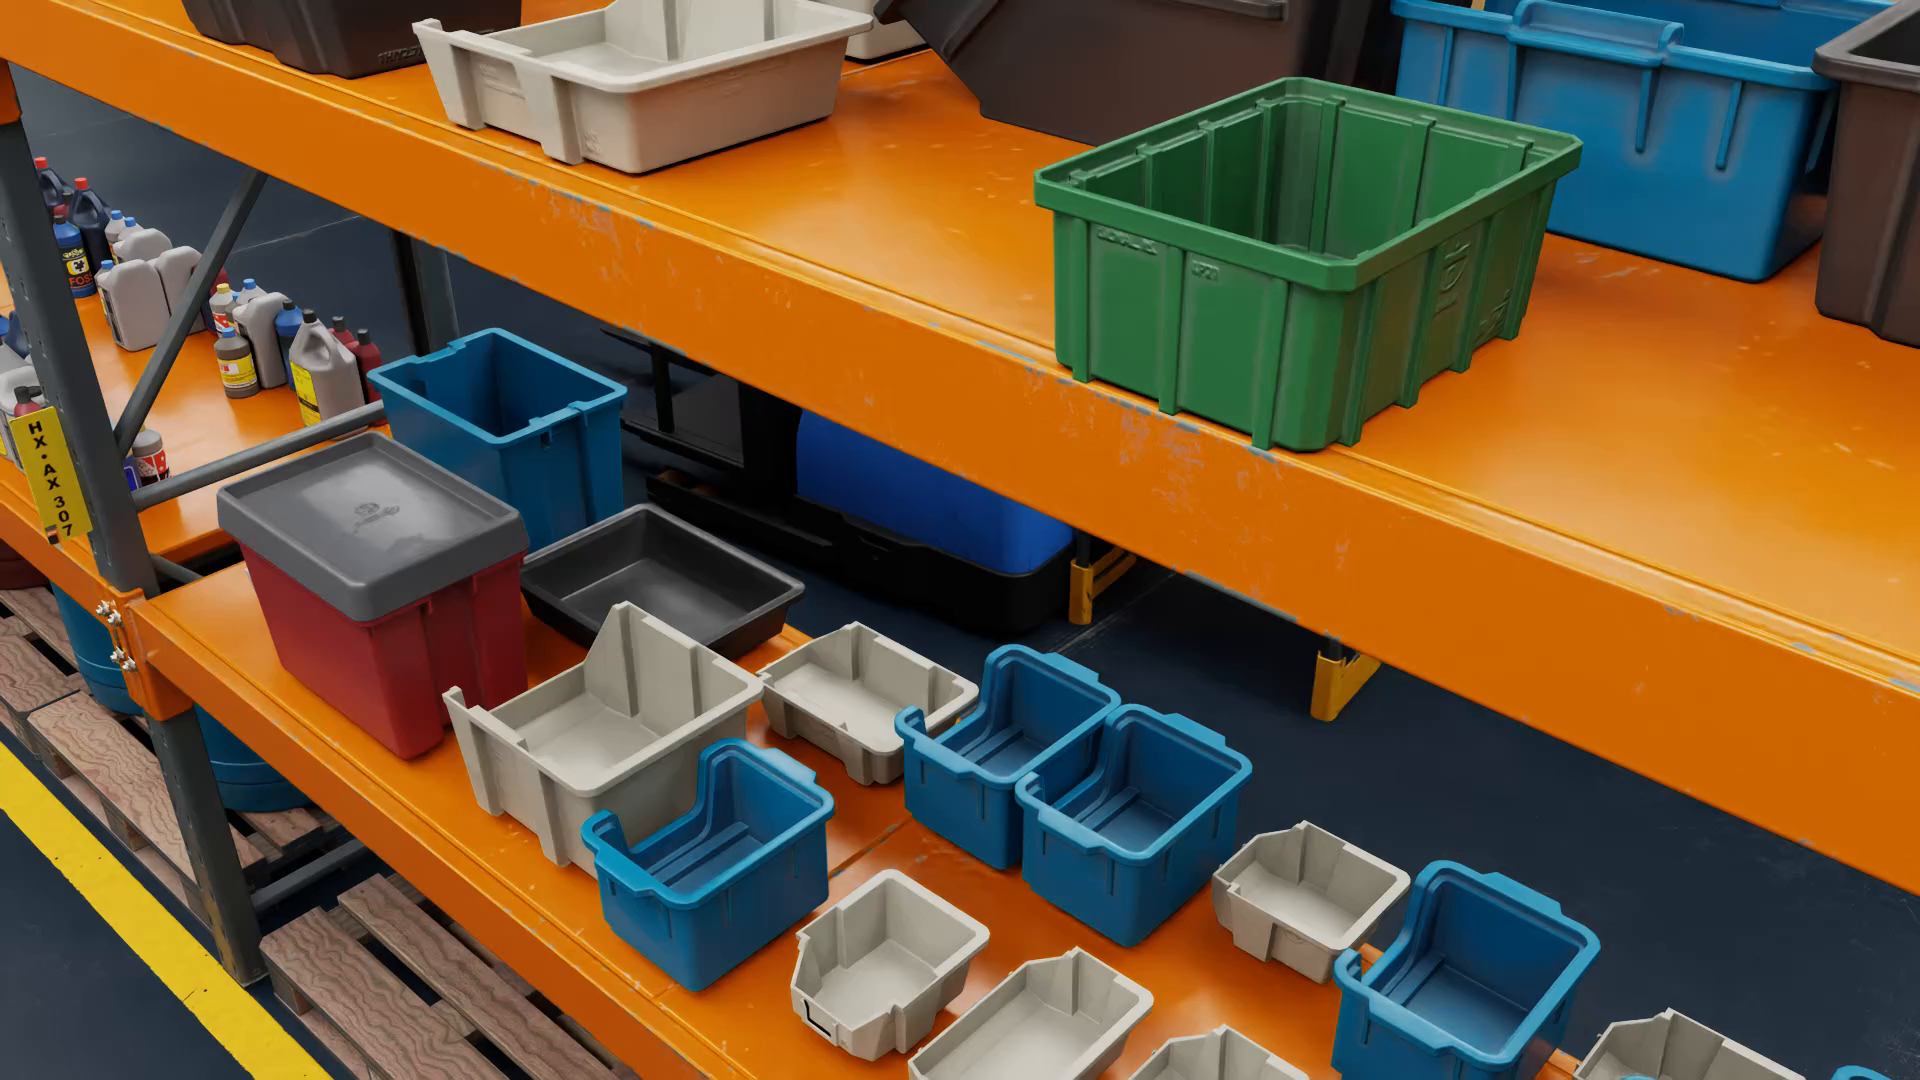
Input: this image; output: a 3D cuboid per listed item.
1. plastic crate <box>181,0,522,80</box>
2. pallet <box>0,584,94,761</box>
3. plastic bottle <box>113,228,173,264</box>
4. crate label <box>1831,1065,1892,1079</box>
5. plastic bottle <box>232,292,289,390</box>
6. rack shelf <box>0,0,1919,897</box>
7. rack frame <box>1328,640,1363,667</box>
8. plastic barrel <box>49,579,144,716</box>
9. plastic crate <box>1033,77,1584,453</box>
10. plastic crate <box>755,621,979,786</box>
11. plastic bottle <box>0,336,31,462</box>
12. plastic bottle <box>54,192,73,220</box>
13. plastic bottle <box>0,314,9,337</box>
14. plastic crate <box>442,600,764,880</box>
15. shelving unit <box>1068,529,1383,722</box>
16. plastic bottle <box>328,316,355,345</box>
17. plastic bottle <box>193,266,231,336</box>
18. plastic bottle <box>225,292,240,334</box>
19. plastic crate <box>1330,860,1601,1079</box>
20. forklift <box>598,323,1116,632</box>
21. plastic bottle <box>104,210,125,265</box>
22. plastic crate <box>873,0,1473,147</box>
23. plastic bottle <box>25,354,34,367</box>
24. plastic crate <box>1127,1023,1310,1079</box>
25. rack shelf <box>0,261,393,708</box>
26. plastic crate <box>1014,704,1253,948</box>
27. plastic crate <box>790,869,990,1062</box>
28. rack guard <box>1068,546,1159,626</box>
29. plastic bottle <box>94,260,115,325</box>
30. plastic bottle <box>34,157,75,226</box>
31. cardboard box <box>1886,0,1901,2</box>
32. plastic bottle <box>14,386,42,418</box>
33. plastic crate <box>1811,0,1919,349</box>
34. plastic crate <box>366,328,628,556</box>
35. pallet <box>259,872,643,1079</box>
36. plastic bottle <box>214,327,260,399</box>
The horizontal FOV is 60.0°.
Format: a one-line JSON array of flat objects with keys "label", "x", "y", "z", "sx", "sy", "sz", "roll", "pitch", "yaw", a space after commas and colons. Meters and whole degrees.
[{"label": "plastic crate", "x": -0.975, "y": -0.930, "z": 2.604, "sx": 0.590, "sy": 0.269, "sz": 0.497, "roll": 25, "pitch": 39, "yaw": 35}, {"label": "pallet", "x": -3.164, "y": 0.254, "z": 6.123, "sx": 1.213, "sy": 0.211, "sz": 1.003, "roll": 25, "pitch": 39, "yaw": 35}, {"label": "plastic bottle", "x": -2.658, "y": -0.889, "z": 5.438, "sx": 0.135, "sy": 0.276, "sz": 0.152, "roll": 25, "pitch": 39, "yaw": 35}, {"label": "crate label", "x": 1.292, "y": 0.984, "z": 2.312, "sx": 0.303, "sy": 0.233, "sz": 0.416, "roll": 25, "pitch": 39, "yaw": 35}, {"label": "plastic bottle", "x": -2.070, "y": -0.615, "z": 4.983, "sx": 0.135, "sy": 0.276, "sz": 0.152, "roll": 25, "pitch": 39, "yaw": 35}, {"label": "rack shelf", "x": -0.229, "y": -0.520, "z": 2.495, "sx": 4.000, "sy": 0.370, "sz": 1.077, "roll": 25, "pitch": 39, "yaw": 35}, {"label": "rack frame", "x": 1.408, "y": -0.146, "z": 5.539, "sx": 0.032, "sy": 1.500, "sz": 0.500, "roll": 21, "pitch": 37, "yaw": 30}, {"label": "plastic barrel", "x": -2.629, "y": 0.044, "z": 5.396, "sx": 0.708, "sy": 0.901, "sz": 0.600, "roll": 25, "pitch": 39, "yaw": 35}, {"label": "plastic crate", "x": 0.331, "y": -0.277, "z": 1.600, "sx": 0.336, "sy": 0.188, "sz": 0.450, "roll": 25, "pitch": 39, "yaw": 35}, {"label": "plastic crate", "x": -0.219, "y": 0.340, "z": 3.475, "sx": 0.466, "sy": 0.136, "sz": 0.293, "roll": 25, "pitch": 39, "yaw": 35}, {"label": "plastic bottle", "x": -2.613, "y": -0.407, "z": 4.566, "sx": 0.185, "sy": 0.351, "sz": 0.144, "roll": 25, "pitch": 39, "yaw": 35}, {"label": "plastic bottle", "x": -3.049, "y": -1.064, "z": 5.722, "sx": 0.133, "sy": 0.283, "sz": 0.061, "roll": 25, "pitch": 39, "yaw": 35}, {"label": "plastic bottle", "x": -2.796, "y": -0.548, "z": 4.877, "sx": 0.097, "sy": 0.271, "sz": 0.097, "roll": 0, "pitch": 31, "yaw": 0}, {"label": "plastic crate", "x": -0.703, "y": 0.389, "z": 3.253, "sx": 0.530, "sy": 0.282, "sz": 0.437, "roll": 25, "pitch": 39, "yaw": 35}, {"label": "shelving unit", "x": 1.006, "y": -0.299, "z": 5.792, "sx": 1.083, "sy": 1.500, "sz": 0.587, "roll": 21, "pitch": 37, "yaw": 30}, {"label": "plastic bottle", "x": -1.796, "y": -0.522, "z": 4.821, "sx": 0.133, "sy": 0.283, "sz": 0.061, "roll": 25, "pitch": 39, "yaw": 35}, {"label": "plastic bottle", "x": -2.356, "y": -0.783, "z": 5.255, "sx": 0.133, "sy": 0.283, "sz": 0.061, "roll": 25, "pitch": 39, "yaw": 35}, {"label": "plastic bottle", "x": -2.210, "y": -0.667, "z": 5.142, "sx": 0.097, "sy": 0.201, "sz": 0.097, "roll": 0, "pitch": 31, "yaw": 0}, {"label": "plastic crate", "x": 0.804, "y": 0.756, "z": 2.690, "sx": 0.300, "sy": 0.233, "sz": 0.416, "roll": 25, "pitch": 39, "yaw": 35}, {"label": "forklift", "x": -0.691, "y": -1.517, "z": 6.429, "sx": 3.031, "sy": 2.935, "sz": 1.130, "roll": 21, "pitch": 37, "yaw": 30}, {"label": "plastic bottle", "x": -2.797, "y": -0.971, "z": 5.580, "sx": 0.097, "sy": 0.271, "sz": 0.097, "roll": 0, "pitch": 31, "yaw": 0}, {"label": "plastic crate", "x": 0.306, "y": -0.743, "z": 2.228, "sx": 0.767, "sy": 0.338, "sz": 0.504, "roll": 25, "pitch": 39, "yaw": 35}, {"label": "plastic bottle", "x": -2.516, "y": -0.462, "z": 4.657, "sx": 0.185, "sy": 0.351, "sz": 0.144, "roll": 25, "pitch": 39, "yaw": 35}, {"label": "plastic crate", "x": 0.323, "y": 0.917, "z": 2.515, "sx": 0.243, "sy": 0.136, "sz": 0.396, "roll": 25, "pitch": 39, "yaw": 35}, {"label": "rack shelf", "x": -3.194, "y": -0.619, "z": 5.568, "sx": 4.000, "sy": 0.370, "sz": 1.077, "roll": 25, "pitch": 39, "yaw": 35}, {"label": "plastic crate", "x": 0.316, "y": 0.528, "z": 3.069, "sx": 0.300, "sy": 0.233, "sz": 0.416, "roll": 25, "pitch": 39, "yaw": 35}, {"label": "plastic crate", "x": -0.132, "y": 0.735, "z": 2.818, "sx": 0.250, "sy": 0.136, "sz": 0.298, "roll": 25, "pitch": 39, "yaw": 35}, {"label": "rack guard", "x": 0.605, "y": 0.085, "z": 6.367, "sx": 0.087, "sy": 0.250, "sz": 0.587, "roll": 21, "pitch": 37, "yaw": 30}, {"label": "plastic bottle", "x": -2.728, "y": -0.803, "z": 5.368, "sx": 0.097, "sy": 0.201, "sz": 0.097, "roll": 0, "pitch": 31, "yaw": 0}, {"label": "plastic bottle", "x": -3.154, "y": -1.155, "z": 5.808, "sx": 0.185, "sy": 0.351, "sz": 0.144, "roll": 25, "pitch": 39, "yaw": 35}, {"label": "cardboard box", "x": 3.304, "y": -1.616, "z": 5.460, "sx": 0.500, "sy": 0.500, "sz": 0.500, "roll": 26, "pitch": 40, "yaw": 36}, {"label": "plastic bottle", "x": -2.423, "y": -0.261, "z": 4.388, "sx": 0.133, "sy": 0.283, "sz": 0.061, "roll": 25, "pitch": 39, "yaw": 35}, {"label": "plastic crate", "x": 1.156, "y": -0.320, "z": 1.592, "sx": 0.590, "sy": 0.269, "sz": 0.497, "roll": 25, "pitch": 39, "yaw": 35}, {"label": "plastic crate", "x": -1.137, "y": -0.223, "z": 4.170, "sx": 0.575, "sy": 0.384, "sz": 0.392, "roll": 25, "pitch": 39, "yaw": 35}, {"label": "pallet", "x": -1.140, "y": 1.199, "z": 4.554, "sx": 1.213, "sy": 0.211, "sz": 1.003, "roll": 25, "pitch": 39, "yaw": 35}, {"label": "plastic bottle", "x": -2.140, "y": -0.529, "z": 4.912, "sx": 0.097, "sy": 0.201, "sz": 0.097, "roll": 0, "pitch": 31, "yaw": 0}]
